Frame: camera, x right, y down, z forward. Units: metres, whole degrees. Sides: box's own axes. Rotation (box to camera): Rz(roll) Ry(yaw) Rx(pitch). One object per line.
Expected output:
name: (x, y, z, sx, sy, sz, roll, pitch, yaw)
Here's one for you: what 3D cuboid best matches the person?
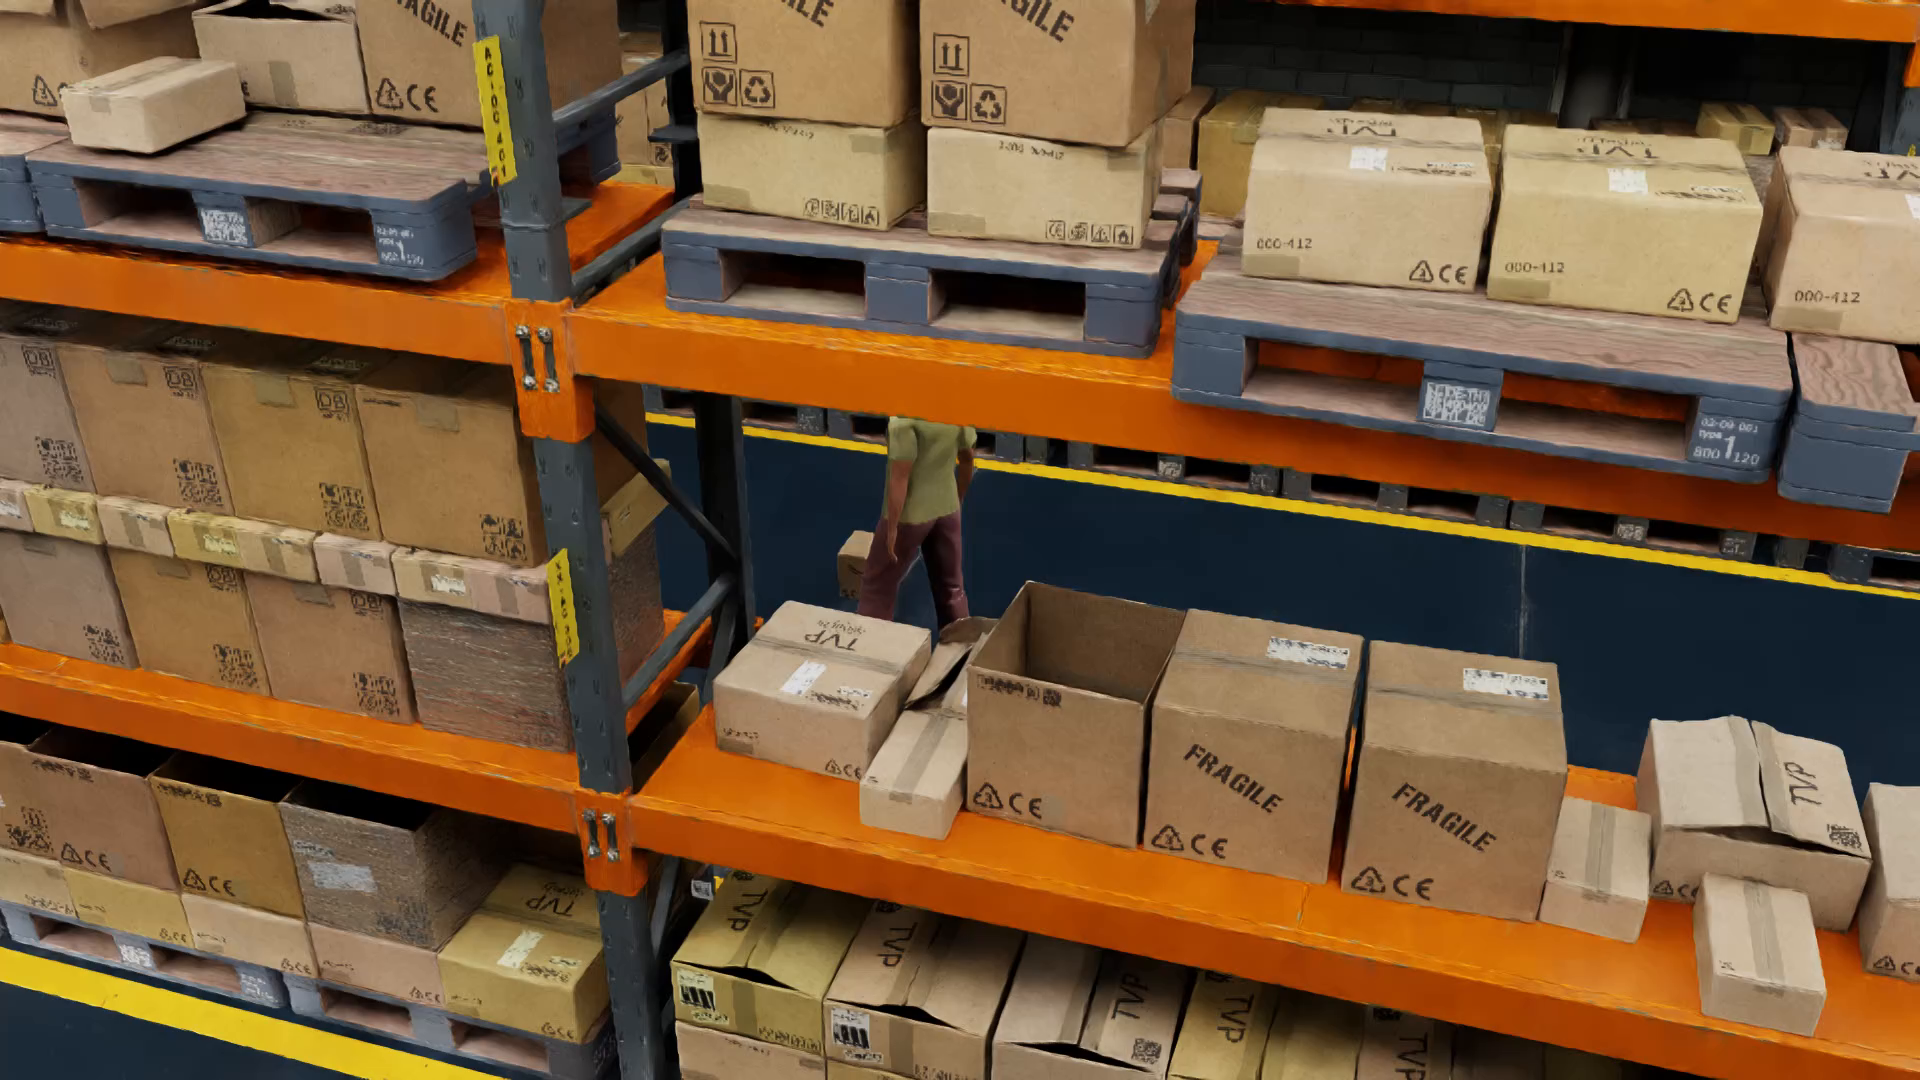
person: (-0.229, -0.124, 7.276, 0.559, 1.675, 0.599, -20, 35, -32)
